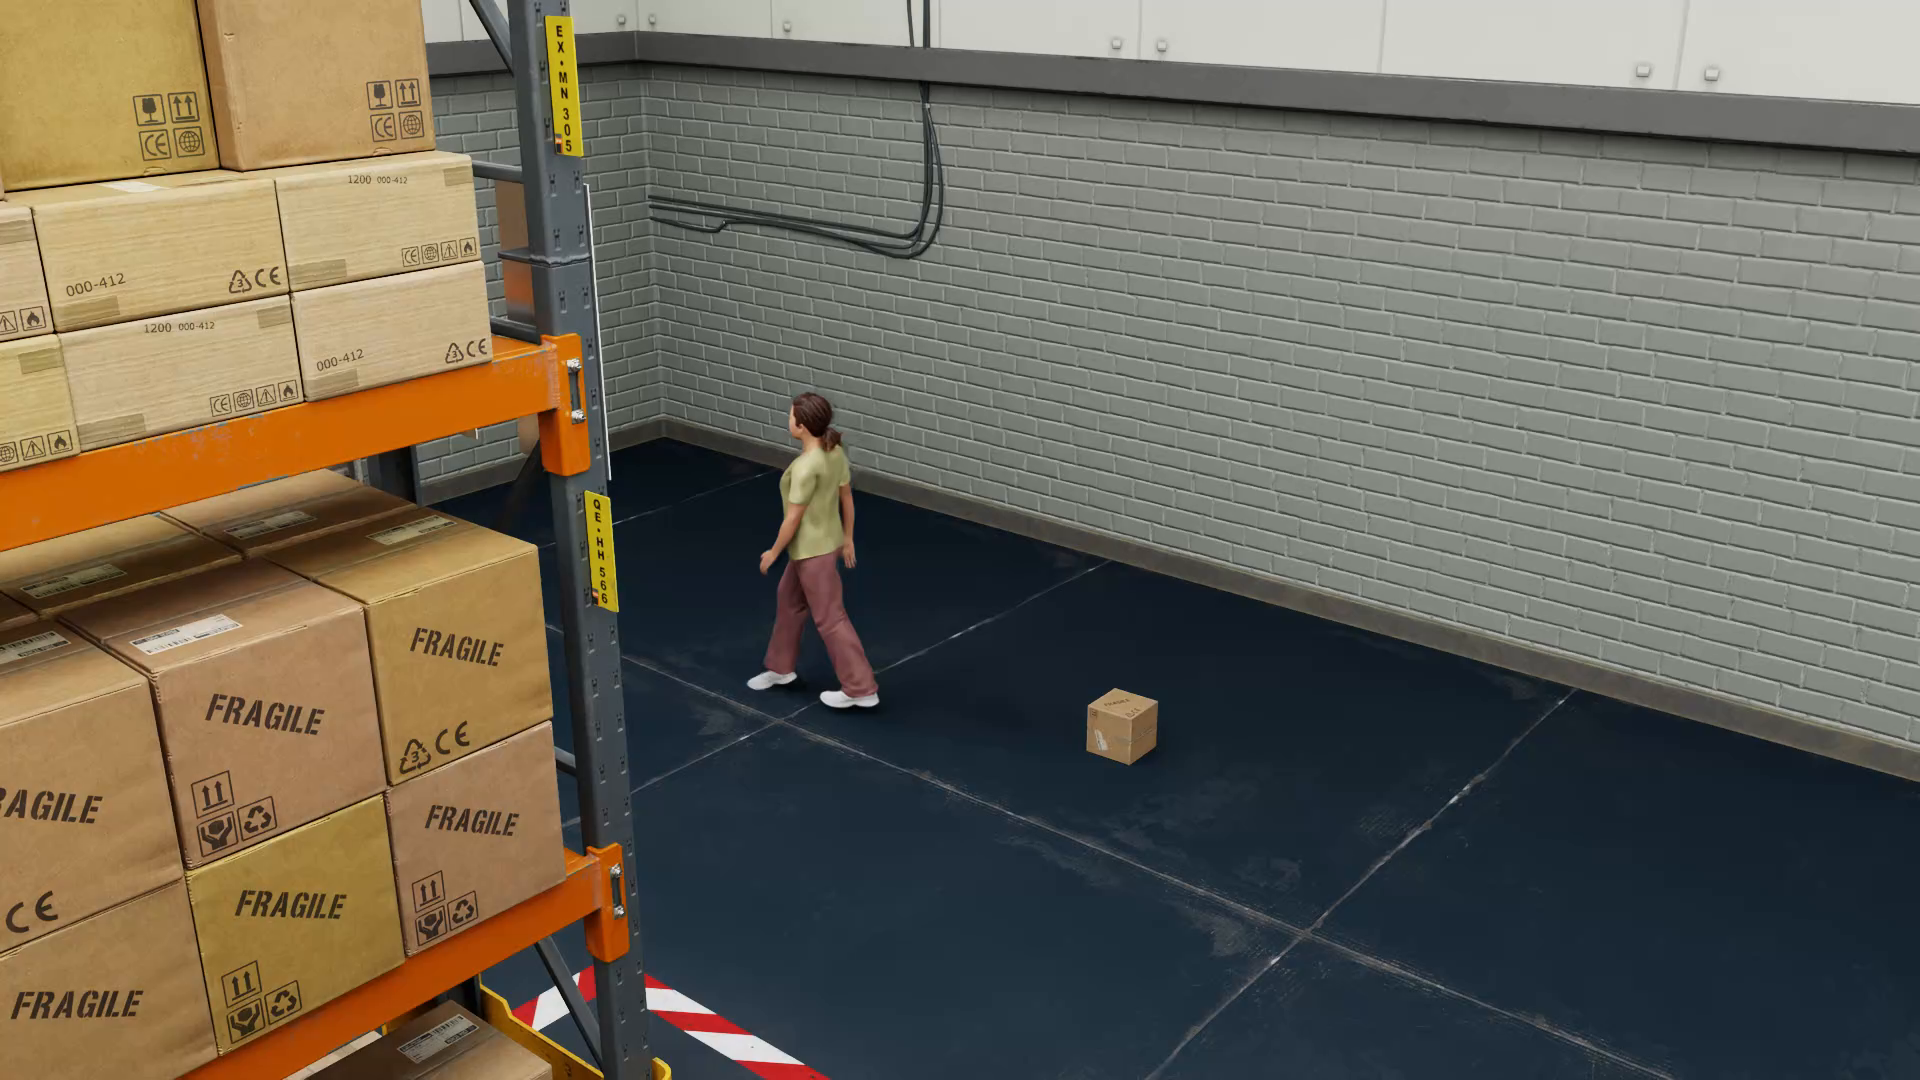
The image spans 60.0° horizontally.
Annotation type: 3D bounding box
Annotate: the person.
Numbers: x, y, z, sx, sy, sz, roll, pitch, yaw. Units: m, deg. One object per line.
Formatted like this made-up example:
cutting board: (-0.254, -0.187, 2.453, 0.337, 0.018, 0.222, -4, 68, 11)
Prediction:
person: (-0.795, 0.073, 8.392, 0.792, 1.690, 0.459, 6, 21, 16)
